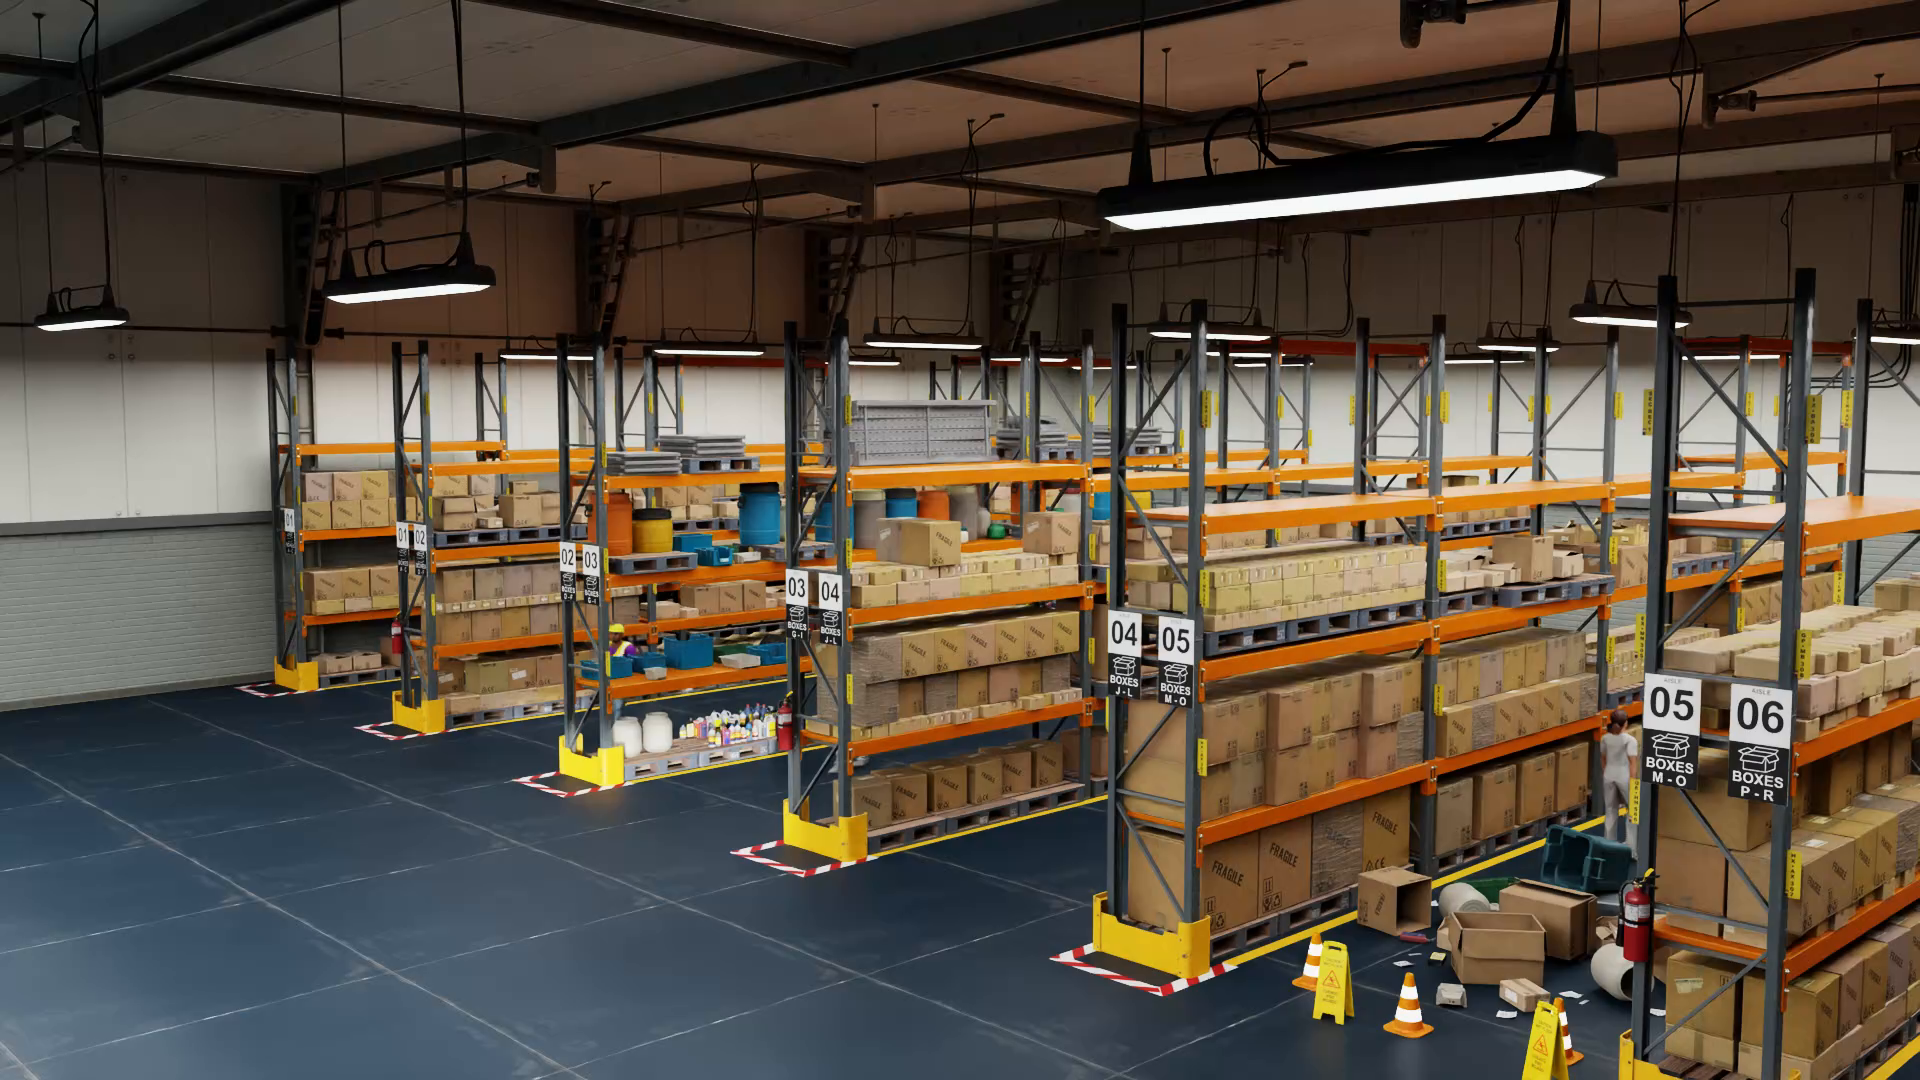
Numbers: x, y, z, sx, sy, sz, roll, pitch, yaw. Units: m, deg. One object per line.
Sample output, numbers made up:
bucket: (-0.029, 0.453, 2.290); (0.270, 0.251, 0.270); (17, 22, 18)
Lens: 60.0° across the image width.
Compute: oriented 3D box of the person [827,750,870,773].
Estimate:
person: (-1.567, 2.307, 22.998); (0.590, 1.820, 0.705); (5, 7, 42)

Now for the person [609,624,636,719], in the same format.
person: (-5.159, 2.153, 24.883); (0.584, 1.803, 0.721); (2, 5, 23)

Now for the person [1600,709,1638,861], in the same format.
person: (7.358, 2.743, 18.551); (0.422, 1.724, 0.485); (-5, 7, -44)
